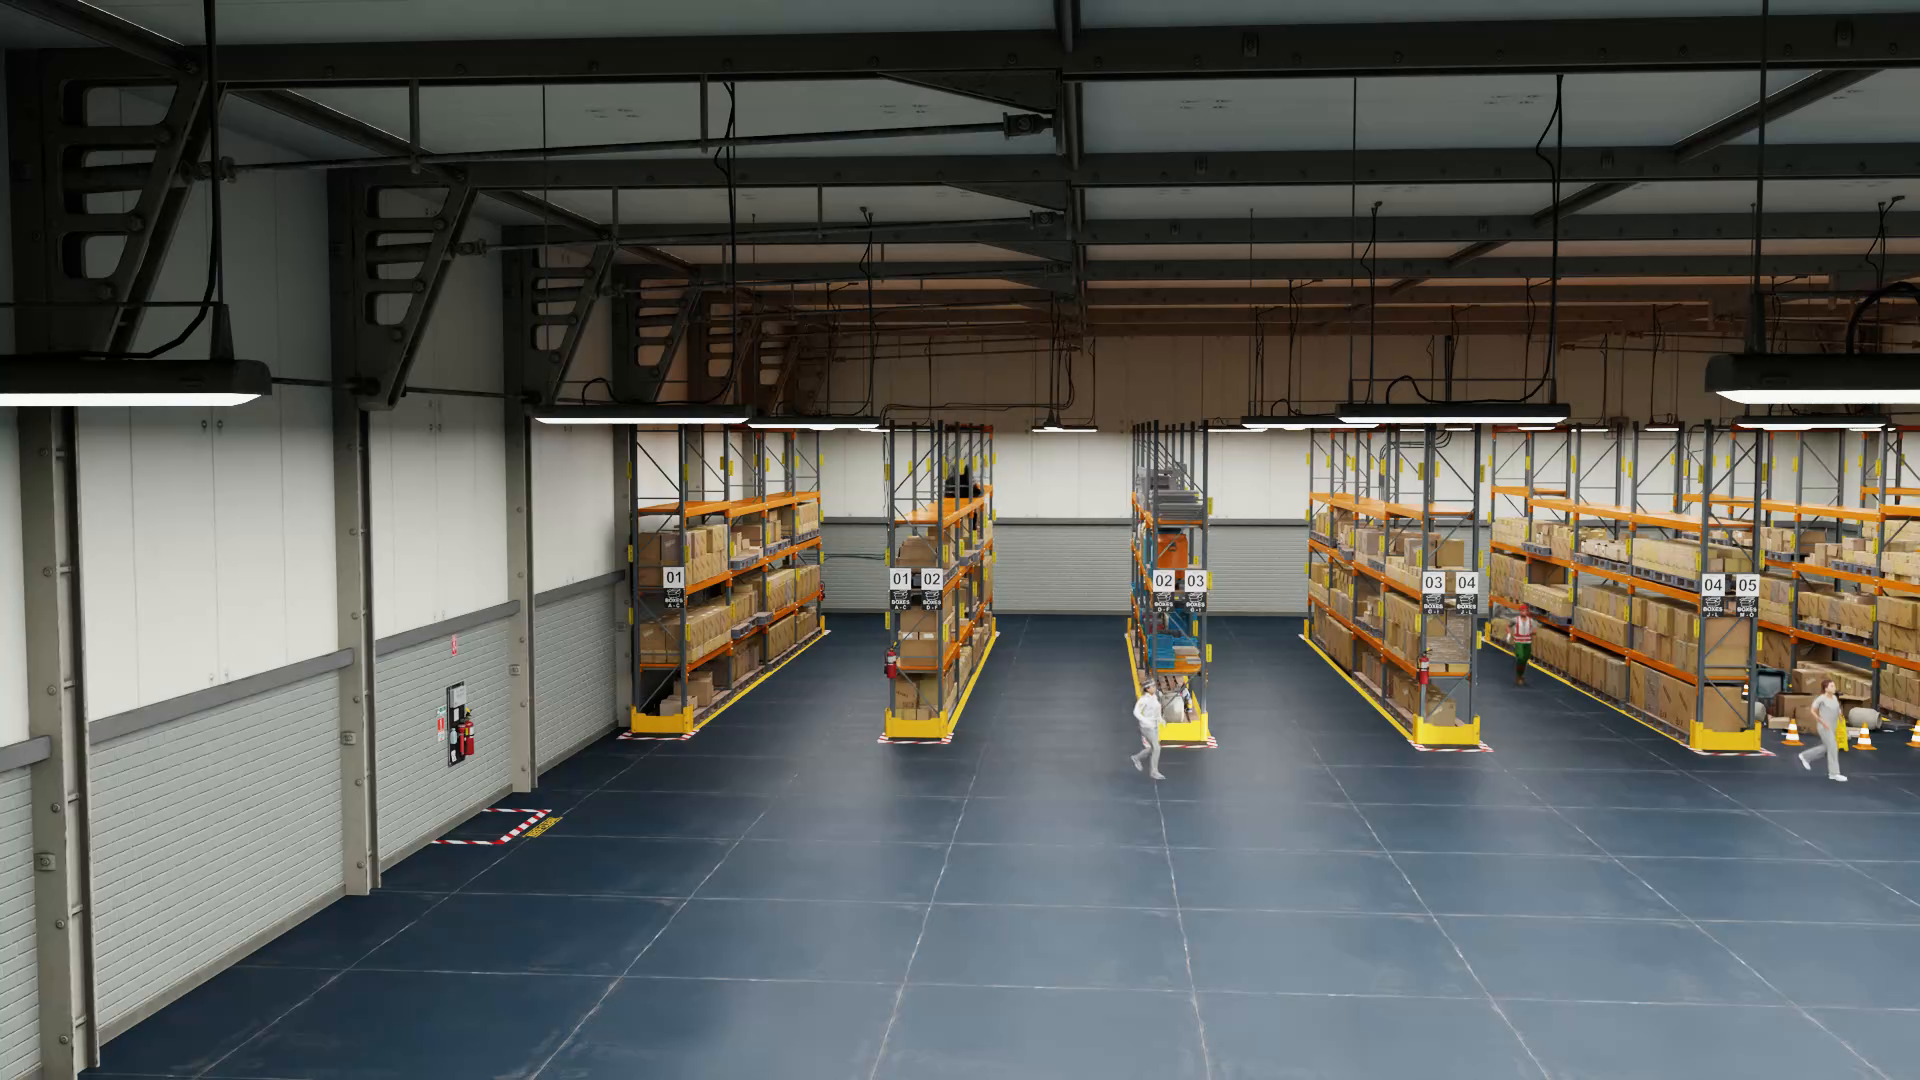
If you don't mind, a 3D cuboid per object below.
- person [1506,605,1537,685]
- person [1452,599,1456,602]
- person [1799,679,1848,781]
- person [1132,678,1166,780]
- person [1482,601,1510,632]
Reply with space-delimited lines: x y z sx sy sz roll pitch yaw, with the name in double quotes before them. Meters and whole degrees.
"person" 12.933 2.408 38.245 0.643 1.846 0.774 0 4 -1
"person" 13.215 2.119 44.017 0.569 1.662 0.545 0 4 6
"person" 14.355 3.123 27.632 0.566 1.654 0.860 -2 4 -29
"person" 3.124 3.133 27.767 0.661 1.682 0.627 2 4 34
"person" 15.372 1.825 47.616 0.950 1.727 0.741 3 5 39
